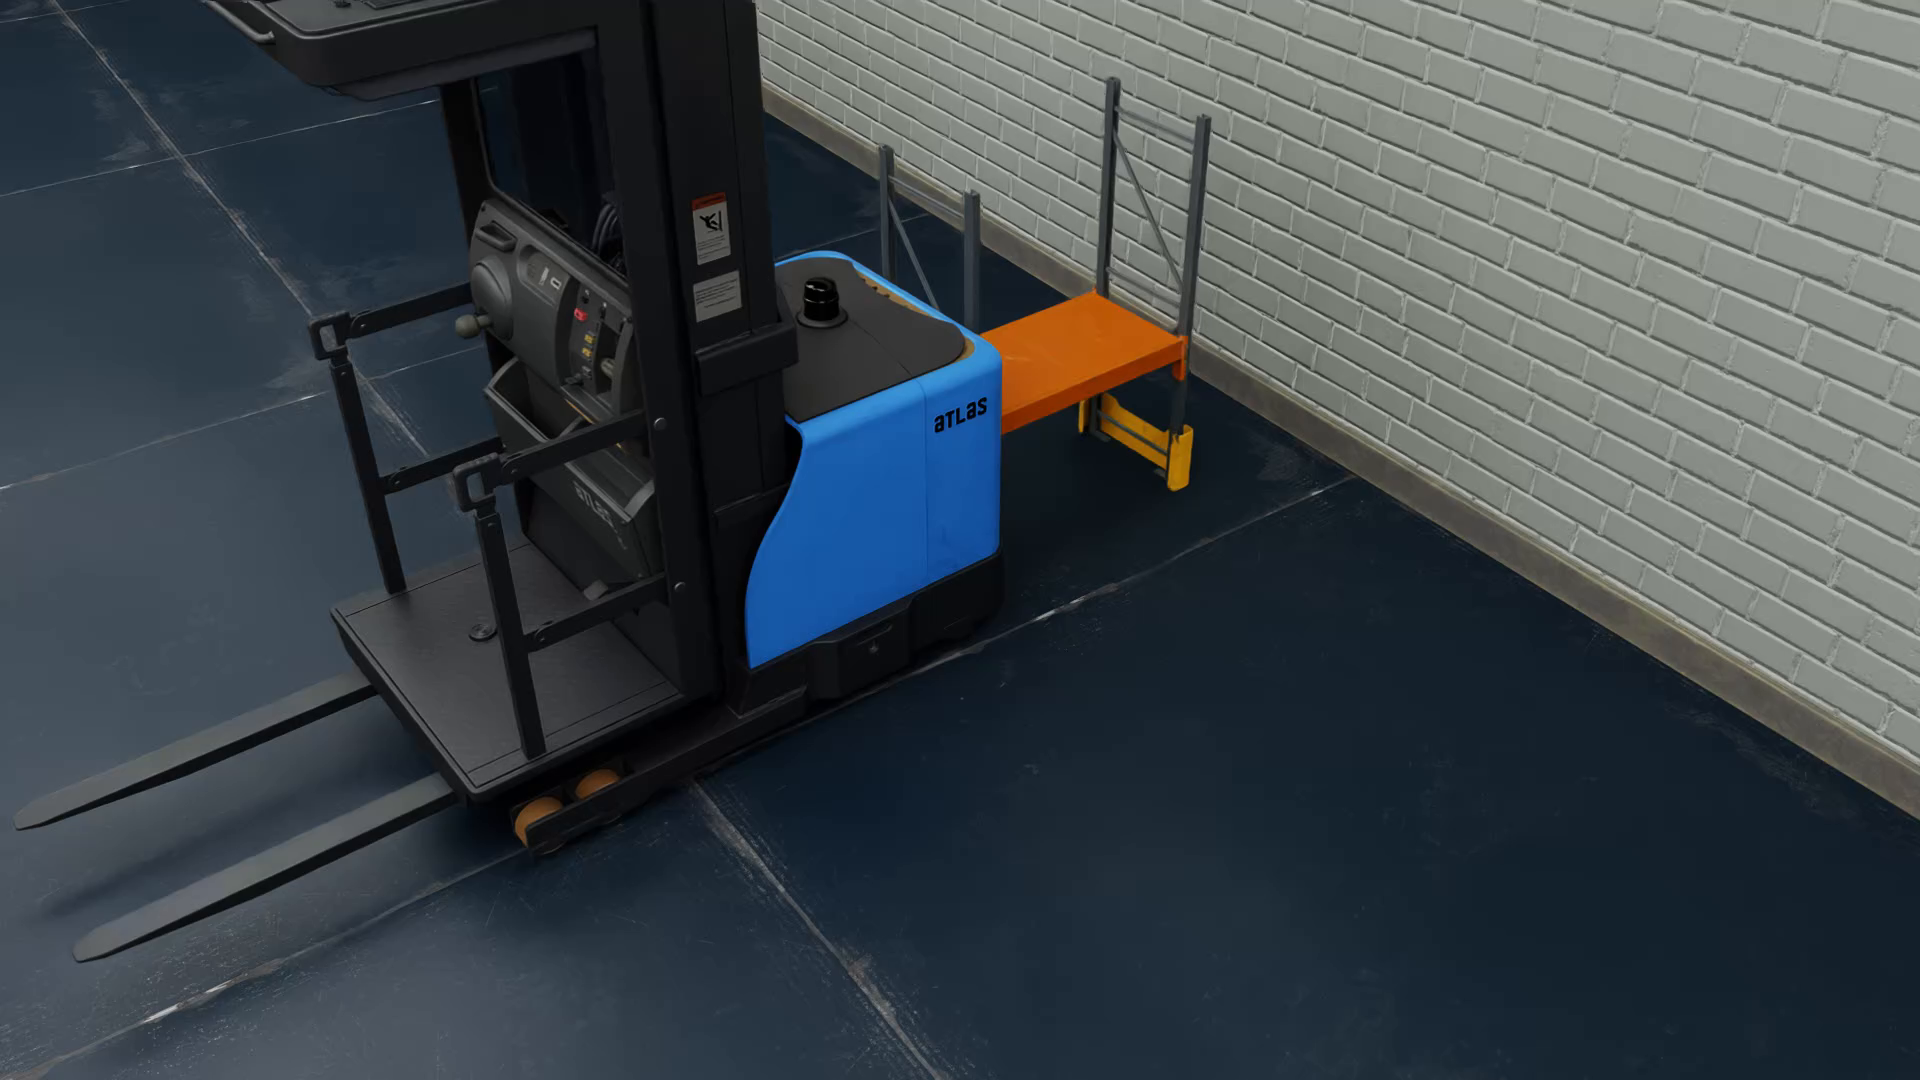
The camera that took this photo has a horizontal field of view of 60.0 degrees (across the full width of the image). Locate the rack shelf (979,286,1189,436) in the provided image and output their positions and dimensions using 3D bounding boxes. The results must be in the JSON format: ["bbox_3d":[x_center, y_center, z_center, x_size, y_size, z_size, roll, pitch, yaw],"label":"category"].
[{"bbox_3d":[0.296,-0.619,6.134,1.000,0.185,0.538,-25,42,-30],"label":"rack shelf"}]

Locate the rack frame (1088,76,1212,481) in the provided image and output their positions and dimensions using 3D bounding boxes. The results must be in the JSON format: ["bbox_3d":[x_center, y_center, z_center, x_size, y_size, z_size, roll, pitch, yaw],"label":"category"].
[{"bbox_3d":[0.695,-0.949,6.285,0.032,1.500,0.500,-25,42,-30],"label":"rack frame"}]

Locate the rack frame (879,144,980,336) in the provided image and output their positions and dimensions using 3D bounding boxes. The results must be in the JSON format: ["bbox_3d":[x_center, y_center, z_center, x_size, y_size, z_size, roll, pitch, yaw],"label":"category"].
[{"bbox_3d":[-0.103,-0.581,5.774,0.032,1.500,0.500,-25,42,-30],"label":"rack frame"}]

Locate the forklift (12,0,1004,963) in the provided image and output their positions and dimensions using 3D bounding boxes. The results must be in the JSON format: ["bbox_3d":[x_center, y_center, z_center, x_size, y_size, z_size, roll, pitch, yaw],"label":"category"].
[{"bbox_3d":[-1.321,-0.607,4.584,3.031,2.935,1.130,-25,42,-30],"label":"forklift"}]

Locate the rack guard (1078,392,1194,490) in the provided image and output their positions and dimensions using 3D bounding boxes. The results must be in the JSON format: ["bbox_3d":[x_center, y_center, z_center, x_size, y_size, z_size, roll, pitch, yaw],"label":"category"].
[{"bbox_3d":[0.694,-0.441,6.649,0.087,0.250,0.587,-25,42,-30],"label":"rack guard"}]

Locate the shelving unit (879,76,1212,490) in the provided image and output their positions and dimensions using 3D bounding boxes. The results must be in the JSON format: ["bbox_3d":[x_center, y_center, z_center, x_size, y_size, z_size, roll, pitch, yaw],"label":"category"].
[{"bbox_3d":[0.303,-0.768,6.034,1.083,1.500,0.587,-25,42,-30],"label":"shelving unit"}]
